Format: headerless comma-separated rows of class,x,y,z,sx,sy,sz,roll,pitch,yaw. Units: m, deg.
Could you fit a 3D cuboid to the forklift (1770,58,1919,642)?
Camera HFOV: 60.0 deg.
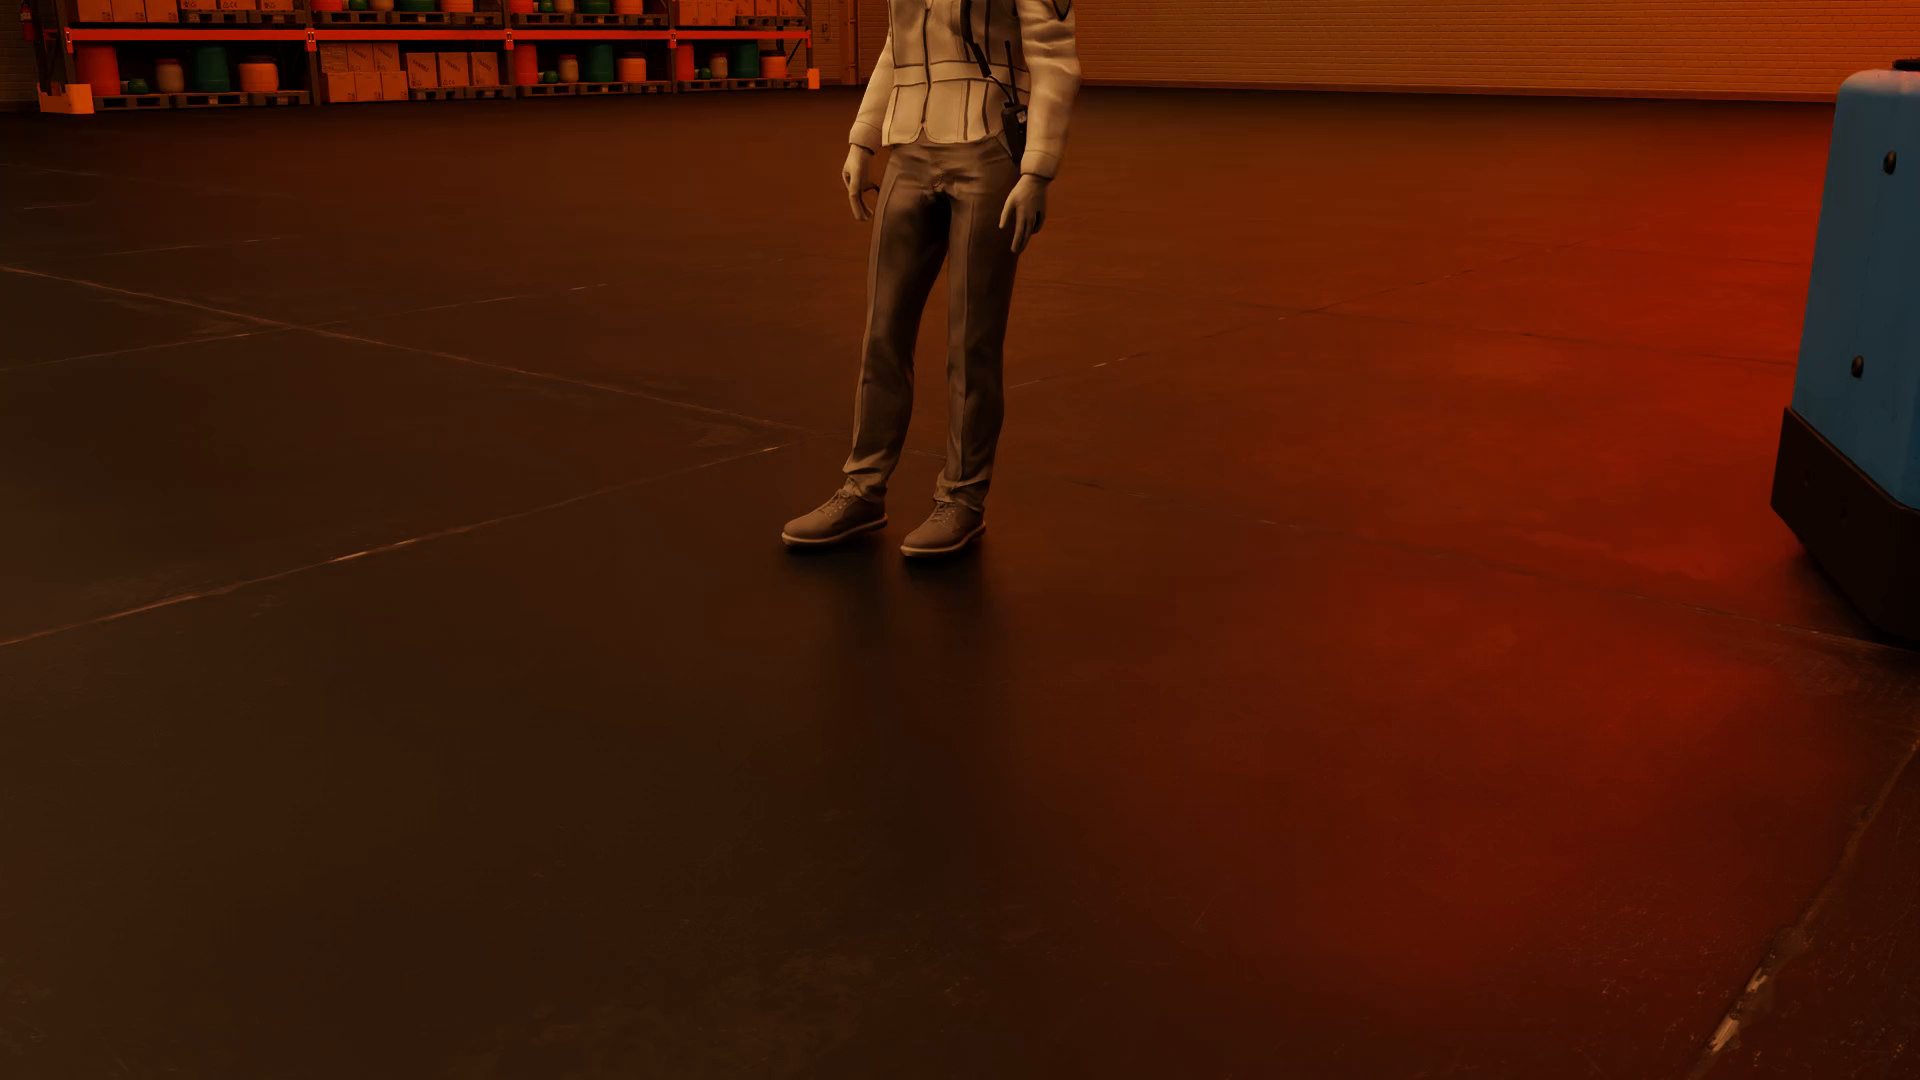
forklift,3.306,-1.192,2.823,3.031,2.935,1.130,4,17,13

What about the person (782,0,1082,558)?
person,-0.049,-0.804,3.647,0.588,1.695,0.531,13,21,37
